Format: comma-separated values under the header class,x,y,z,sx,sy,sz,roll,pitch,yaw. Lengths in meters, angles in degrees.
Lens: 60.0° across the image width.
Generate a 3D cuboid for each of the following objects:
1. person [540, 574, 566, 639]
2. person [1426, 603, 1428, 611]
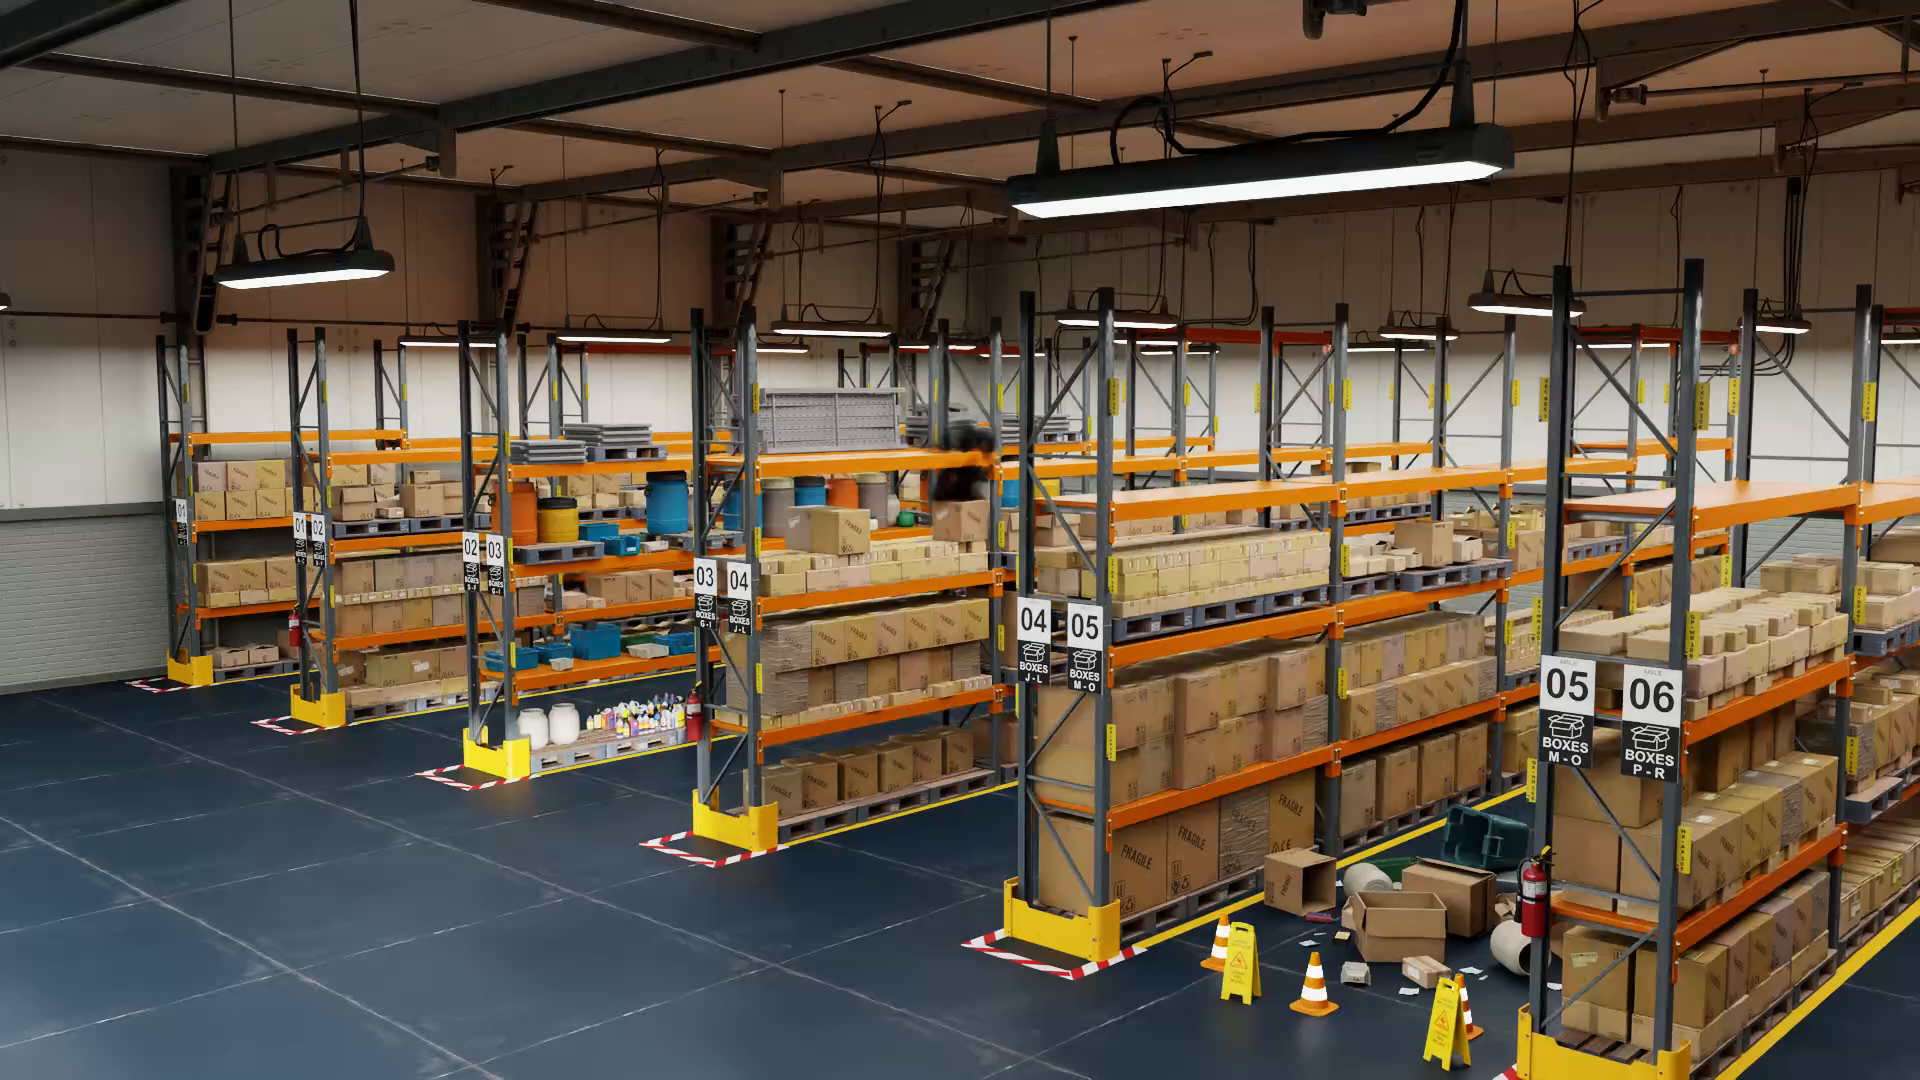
class,x,y,z,sx,sy,sz,roll,pitch,yaw
person,-7.618,1.394,31.195,0.562,1.728,0.867,3,6,31
person,7.475,1.775,26.431,0.692,1.779,0.922,4,7,39
